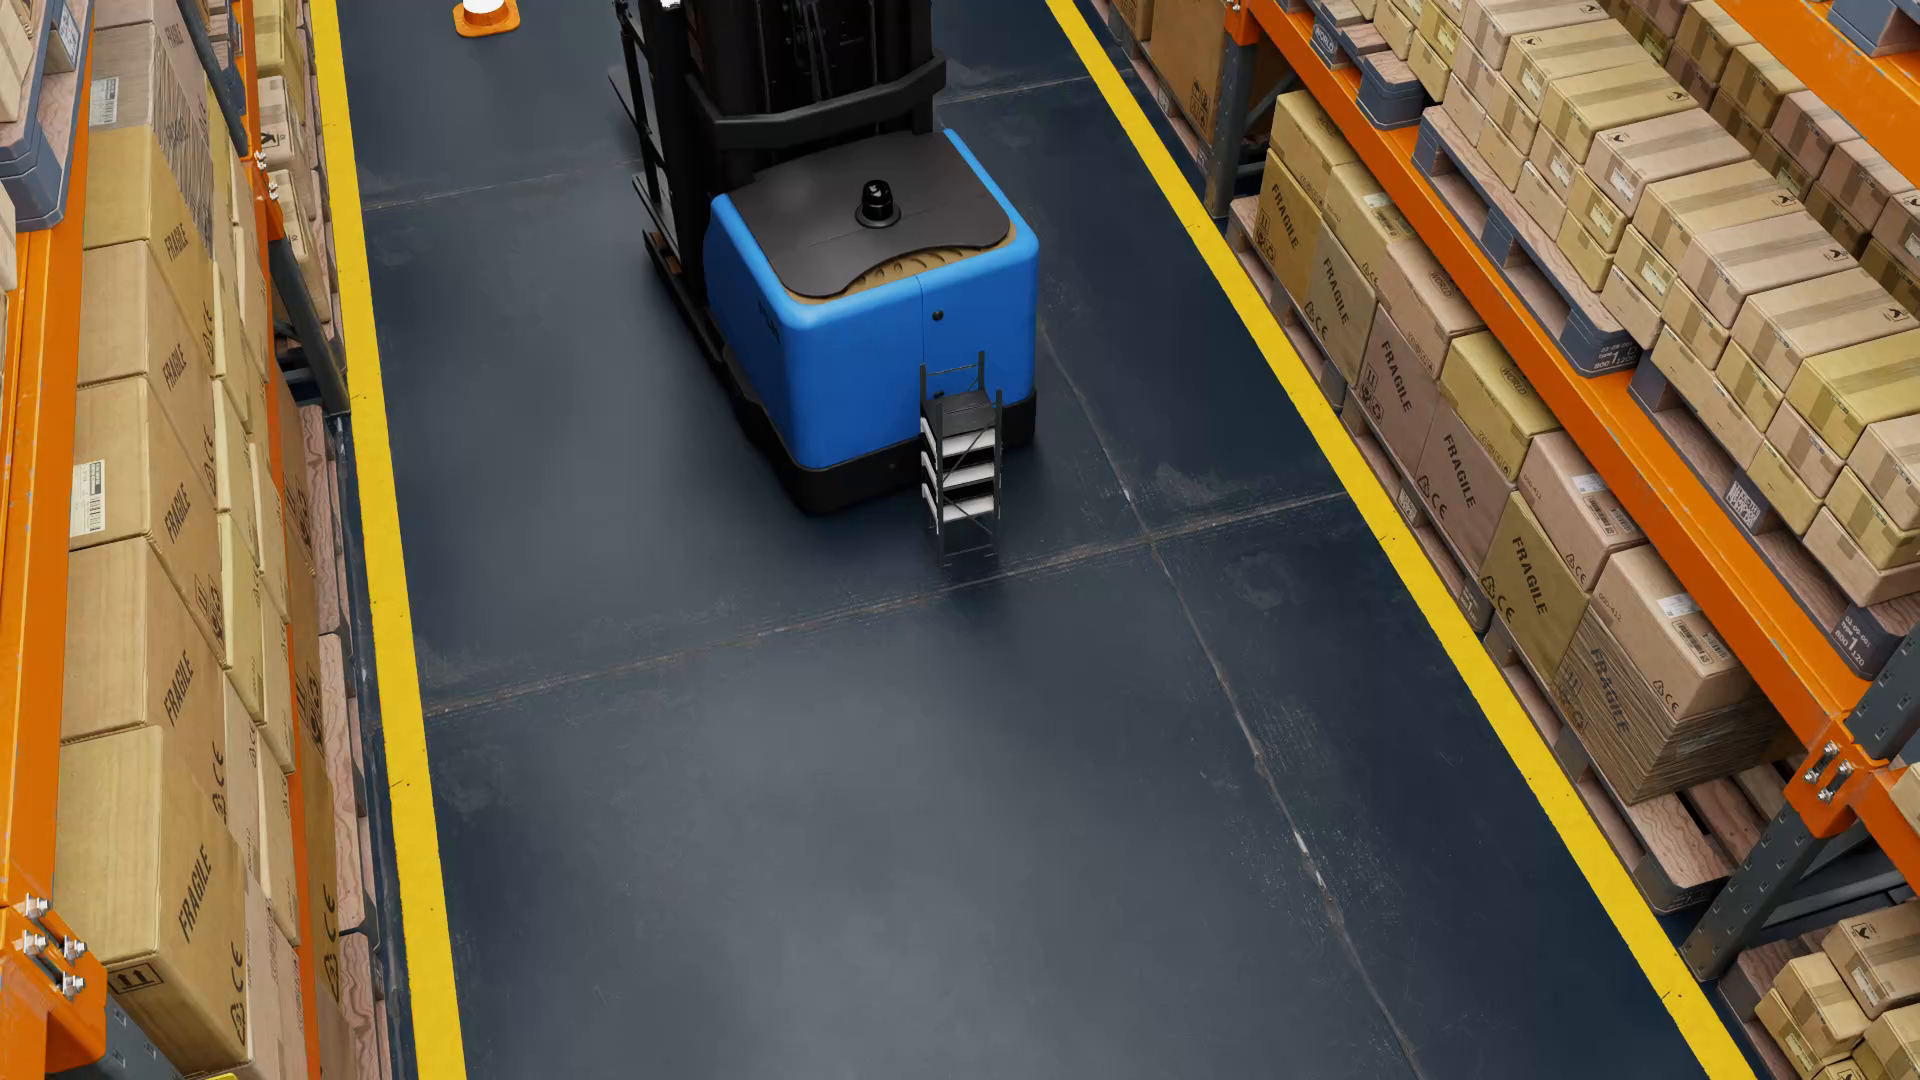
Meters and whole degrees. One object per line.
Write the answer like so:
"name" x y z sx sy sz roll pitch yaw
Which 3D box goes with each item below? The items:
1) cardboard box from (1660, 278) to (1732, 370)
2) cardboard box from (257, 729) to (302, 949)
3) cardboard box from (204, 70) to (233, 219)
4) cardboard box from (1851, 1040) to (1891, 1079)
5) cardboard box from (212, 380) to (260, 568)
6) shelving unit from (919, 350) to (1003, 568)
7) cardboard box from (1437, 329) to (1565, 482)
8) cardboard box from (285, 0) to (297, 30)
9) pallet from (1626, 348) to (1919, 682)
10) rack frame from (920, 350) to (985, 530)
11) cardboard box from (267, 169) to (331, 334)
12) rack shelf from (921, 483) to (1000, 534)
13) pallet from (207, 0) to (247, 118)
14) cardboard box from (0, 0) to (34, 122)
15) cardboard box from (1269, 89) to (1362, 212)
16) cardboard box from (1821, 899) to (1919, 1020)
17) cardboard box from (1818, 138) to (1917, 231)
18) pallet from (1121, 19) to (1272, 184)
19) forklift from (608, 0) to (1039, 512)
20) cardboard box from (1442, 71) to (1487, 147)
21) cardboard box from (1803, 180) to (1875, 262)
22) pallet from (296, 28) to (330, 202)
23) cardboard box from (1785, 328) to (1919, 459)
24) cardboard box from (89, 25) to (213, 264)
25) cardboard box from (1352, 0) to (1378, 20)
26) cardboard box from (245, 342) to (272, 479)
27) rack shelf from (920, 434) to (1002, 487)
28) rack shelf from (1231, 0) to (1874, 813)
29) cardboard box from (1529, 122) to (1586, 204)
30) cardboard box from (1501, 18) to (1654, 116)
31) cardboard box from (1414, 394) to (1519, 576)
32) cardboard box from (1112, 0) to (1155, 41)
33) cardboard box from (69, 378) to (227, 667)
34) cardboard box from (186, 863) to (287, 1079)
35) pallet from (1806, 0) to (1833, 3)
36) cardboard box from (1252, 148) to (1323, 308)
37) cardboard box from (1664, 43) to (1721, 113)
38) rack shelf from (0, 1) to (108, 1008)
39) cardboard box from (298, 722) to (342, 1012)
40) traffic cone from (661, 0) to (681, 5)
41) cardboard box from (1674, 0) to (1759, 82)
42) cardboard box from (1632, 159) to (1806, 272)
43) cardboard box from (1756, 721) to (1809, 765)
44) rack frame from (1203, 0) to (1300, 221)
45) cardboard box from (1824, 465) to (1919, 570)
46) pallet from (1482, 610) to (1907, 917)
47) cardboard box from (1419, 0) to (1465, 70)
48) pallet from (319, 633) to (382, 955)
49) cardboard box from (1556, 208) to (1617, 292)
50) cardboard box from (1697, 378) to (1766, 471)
"cardboard box" 2.289 -0.668 4.836 0.380 0.149 0.250 -15 51 -12
"cardboard box" -1.901 0.783 4.015 0.500 0.250 0.500 -14 51 -12
"cardboard box" -2.666 -1.244 5.398 0.500 0.250 0.500 -13 51 -11
"cardboard box" 2.792 1.490 4.717 0.380 0.149 0.250 -13 51 -11
"cardboard box" -2.186 -0.122 4.452 0.500 0.250 0.500 -15 51 -12
"shelving unit" 0.002 -0.284 6.191 0.258 0.900 0.210 -13 51 -11
"cardboard box" 2.059 -0.519 5.885 0.500 0.250 0.500 -15 52 -13
"cardboard box" -3.861 -2.731 8.324 0.950 0.372 0.625 -10 51 -9
"pallet" 2.743 -0.229 4.896 1.003 0.211 1.213 -13 51 -11
"rack frame" -0.028 -0.358 6.253 0.240 0.900 0.006 -13 51 -11
"cardboard box" -3.209 -1.131 6.975 0.950 0.372 0.625 -16 52 -13
"rack shelf" 0.002 -0.147 6.354 0.258 0.077 0.200 -13 51 -11
"pallet" -3.364 -1.862 6.273 1.213 0.211 1.003 -13 51 -11
"cardboard box" -2.075 -0.979 3.254 0.396 0.266 0.258 -10 51 -8
"cardboard box" 1.620 -1.634 6.825 0.500 0.250 0.500 -15 52 -13
"cardboard box" 2.734 1.191 4.775 0.380 0.149 0.250 -11 51 -9
"cardboard box" 2.844 -1.097 5.003 0.380 0.149 0.250 -14 51 -11
"pallet" 1.486 -2.315 8.353 1.003 0.211 1.213 -13 51 -11
"forklift" -0.782 -2.197 6.475 1.130 2.935 3.031 -20 53 -16
"cardboard box" 1.908 -1.519 5.748 0.380 0.149 0.250 -12 51 -10
"cardboard box" 2.838 -1.005 5.120 0.380 0.149 0.250 -11 51 -10
"pallet" -3.638 -1.990 8.079 1.003 0.211 1.213 -13 51 -11
"cardboard box" 2.445 -0.391 4.408 0.380 0.149 0.250 -15 51 -12
"cardboard box" -2.489 -1.091 4.778 0.500 0.500 0.500 -13 51 -10
"cardboard box" 1.666 -2.107 6.244 0.380 0.149 0.250 -11 51 -9
"cardboard box" -2.354 -0.328 4.952 0.500 0.250 0.500 -14 51 -11
"rack shelf" 0.002 -0.321 6.147 0.258 0.077 0.200 -13 51 -11
"rack shelf" 2.239 -0.928 5.831 1.077 0.370 4.000 -13 51 -11
"cardboard box" 2.064 -1.236 5.315 0.380 0.149 0.250 -12 51 -10
"cardboard box" 1.989 -1.526 5.365 0.380 0.149 0.250 -12 51 -10
"cardboard box" 2.072 -0.263 6.160 0.500 0.500 0.500 -14 51 -12
"cardboard box" 1.291 -3.134 8.417 1.050 0.750 0.750 -13 51 -10
"cardboard box" -2.047 0.021 3.841 0.500 0.500 0.500 -14 51 -12
"cardboard box" -1.729 0.996 3.509 0.500 0.250 0.500 -15 51 -12
"pallet" 2.440 -1.837 4.288 1.213 0.211 1.003 -13 51 -11
"cardboard box" 1.613 -1.376 7.098 0.500 0.500 0.500 -15 52 -13
"cardboard box" 2.612 -1.572 5.598 0.380 0.149 0.250 -12 51 -10
"rack shelf" -2.460 -0.702 3.678 1.077 0.370 4.000 -13 51 -11
"cardboard box" -2.403 0.950 4.892 0.875 0.875 0.875 -12 51 -10
"traffic cone" -1.489 -2.957 8.730 0.336 0.463 0.334 -13 51 -11
"cardboard box" 2.610 -1.668 5.484 0.380 0.149 0.250 -11 51 -9
"cardboard box" 2.223 -0.952 4.881 0.380 0.149 0.250 -15 51 -12
"cardboard box" 2.865 0.371 5.625 0.500 0.500 0.500 -12 51 -10
"rack frame" 1.647 -2.621 6.787 1.000 3.000 0.127 -13 51 -11
"cardboard box" 2.524 -0.096 4.353 0.380 0.149 0.250 -12 51 -10
"pallet" 2.598 0.631 5.870 1.003 0.211 1.213 -13 51 -11
"cardboard box" 1.838 -1.797 5.788 0.380 0.149 0.250 -13 51 -11
"pallet" -2.533 0.953 5.598 1.003 0.211 1.213 -13 51 -11
"cardboard box" 2.135 -0.950 5.268 0.380 0.149 0.250 -11 51 -9
"cardboard box" 2.374 -0.371 4.780 0.380 0.149 0.250 -13 51 -11
